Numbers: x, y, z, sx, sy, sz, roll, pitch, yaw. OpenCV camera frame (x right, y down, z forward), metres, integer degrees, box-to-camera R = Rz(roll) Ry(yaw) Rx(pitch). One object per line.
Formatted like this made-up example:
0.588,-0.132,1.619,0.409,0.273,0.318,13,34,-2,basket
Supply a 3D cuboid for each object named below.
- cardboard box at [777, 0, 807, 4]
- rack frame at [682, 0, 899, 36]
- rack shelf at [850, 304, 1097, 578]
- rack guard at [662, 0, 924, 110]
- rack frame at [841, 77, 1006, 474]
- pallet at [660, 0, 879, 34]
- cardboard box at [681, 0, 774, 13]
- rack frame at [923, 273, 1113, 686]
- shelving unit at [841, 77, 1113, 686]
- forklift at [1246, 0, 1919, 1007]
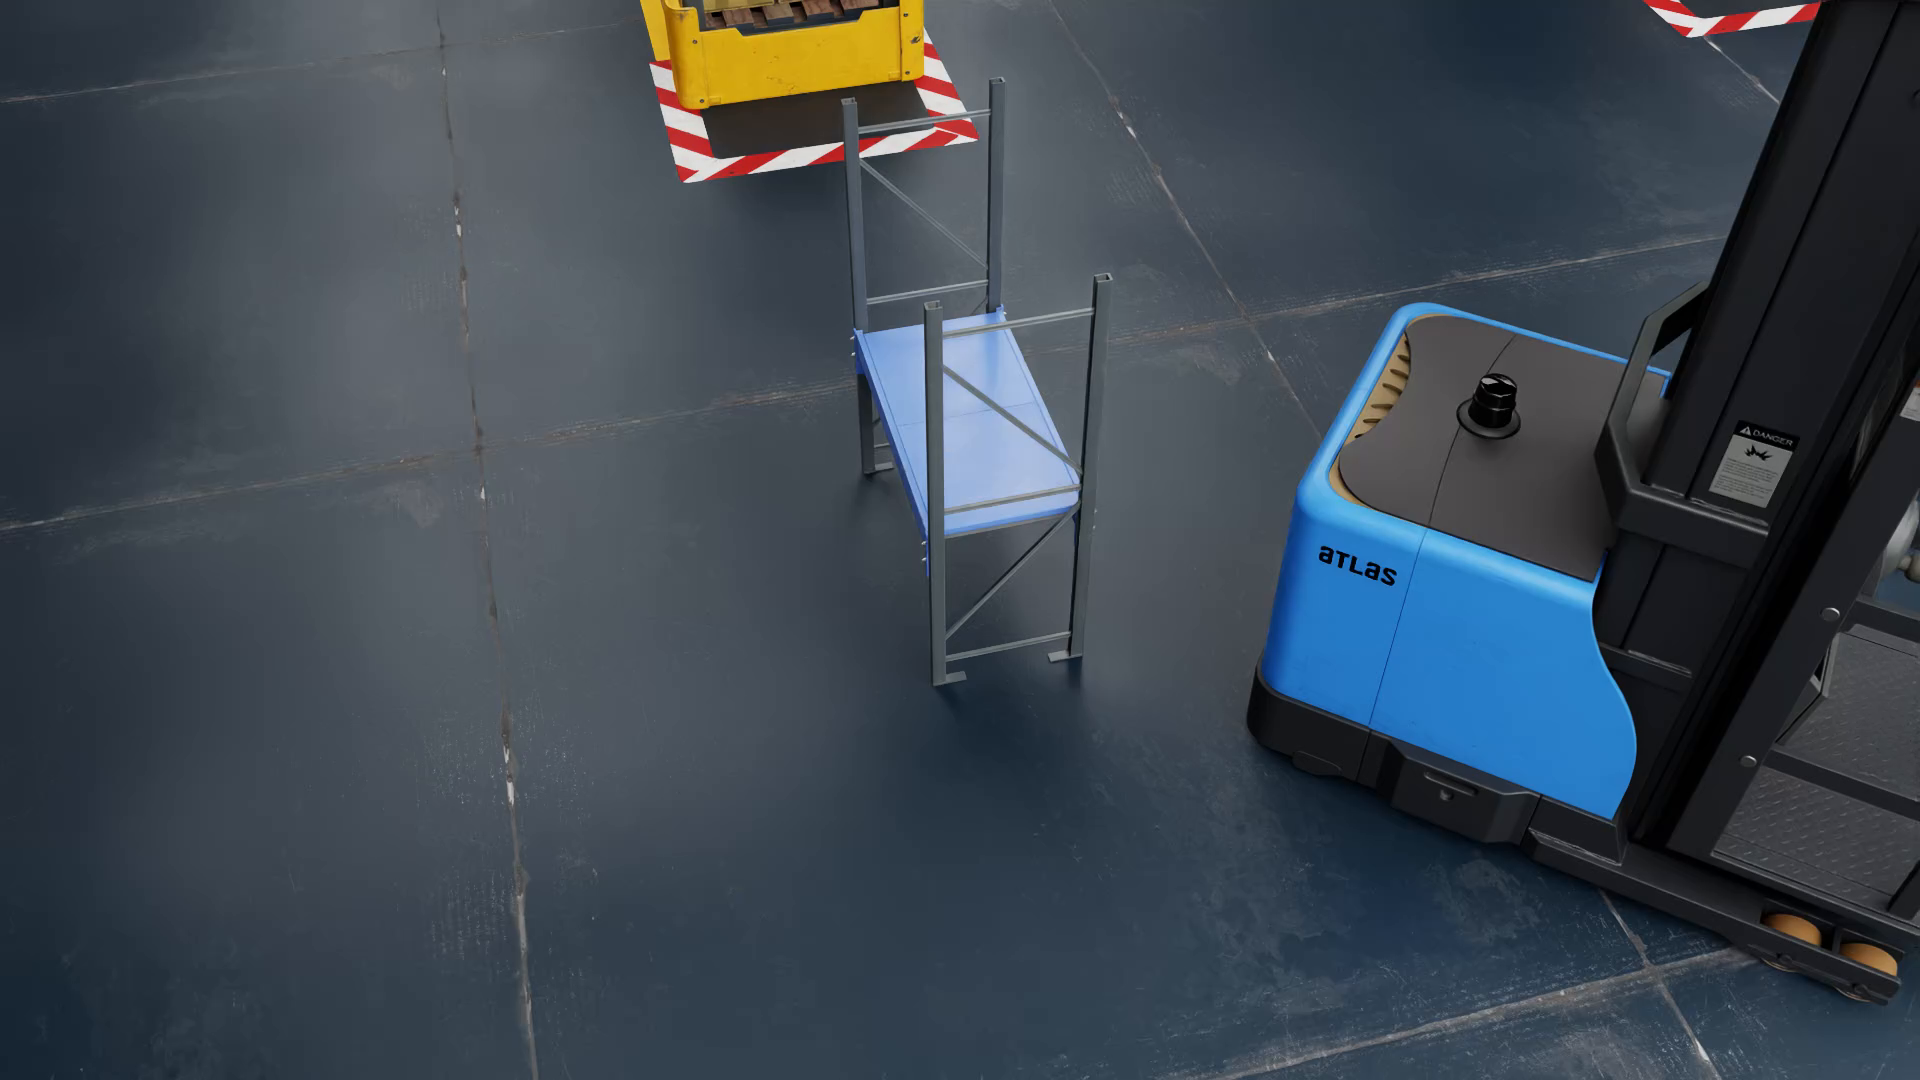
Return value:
-0.693,-2.871,8.095,0.500,0.250,0.500,-11,47,-10,cardboard box
-0.771,-3.275,6.860,1.000,3.000,0.127,-11,47,-10,rack frame
0.022,-0.340,5.285,0.538,0.185,1.000,-11,47,-10,rack shelf
-0.765,-2.384,7.736,1.175,0.500,0.348,-11,47,-10,rack guard
-0.108,-0.817,5.501,0.500,1.500,0.032,-11,47,-10,rack frame
-1.007,-2.820,8.366,1.003,0.211,1.213,-11,47,-10,pallet
-1.194,-2.776,8.002,0.500,0.250,0.500,-11,47,-10,cardboard box
0.152,-0.115,4.813,0.500,1.500,0.032,-11,47,-10,rack frame
0.022,-0.466,5.157,0.538,1.500,1.048,-11,47,-10,shelving unit
2.426,-0.212,3.905,3.031,2.935,1.130,21,49,19,forklift
